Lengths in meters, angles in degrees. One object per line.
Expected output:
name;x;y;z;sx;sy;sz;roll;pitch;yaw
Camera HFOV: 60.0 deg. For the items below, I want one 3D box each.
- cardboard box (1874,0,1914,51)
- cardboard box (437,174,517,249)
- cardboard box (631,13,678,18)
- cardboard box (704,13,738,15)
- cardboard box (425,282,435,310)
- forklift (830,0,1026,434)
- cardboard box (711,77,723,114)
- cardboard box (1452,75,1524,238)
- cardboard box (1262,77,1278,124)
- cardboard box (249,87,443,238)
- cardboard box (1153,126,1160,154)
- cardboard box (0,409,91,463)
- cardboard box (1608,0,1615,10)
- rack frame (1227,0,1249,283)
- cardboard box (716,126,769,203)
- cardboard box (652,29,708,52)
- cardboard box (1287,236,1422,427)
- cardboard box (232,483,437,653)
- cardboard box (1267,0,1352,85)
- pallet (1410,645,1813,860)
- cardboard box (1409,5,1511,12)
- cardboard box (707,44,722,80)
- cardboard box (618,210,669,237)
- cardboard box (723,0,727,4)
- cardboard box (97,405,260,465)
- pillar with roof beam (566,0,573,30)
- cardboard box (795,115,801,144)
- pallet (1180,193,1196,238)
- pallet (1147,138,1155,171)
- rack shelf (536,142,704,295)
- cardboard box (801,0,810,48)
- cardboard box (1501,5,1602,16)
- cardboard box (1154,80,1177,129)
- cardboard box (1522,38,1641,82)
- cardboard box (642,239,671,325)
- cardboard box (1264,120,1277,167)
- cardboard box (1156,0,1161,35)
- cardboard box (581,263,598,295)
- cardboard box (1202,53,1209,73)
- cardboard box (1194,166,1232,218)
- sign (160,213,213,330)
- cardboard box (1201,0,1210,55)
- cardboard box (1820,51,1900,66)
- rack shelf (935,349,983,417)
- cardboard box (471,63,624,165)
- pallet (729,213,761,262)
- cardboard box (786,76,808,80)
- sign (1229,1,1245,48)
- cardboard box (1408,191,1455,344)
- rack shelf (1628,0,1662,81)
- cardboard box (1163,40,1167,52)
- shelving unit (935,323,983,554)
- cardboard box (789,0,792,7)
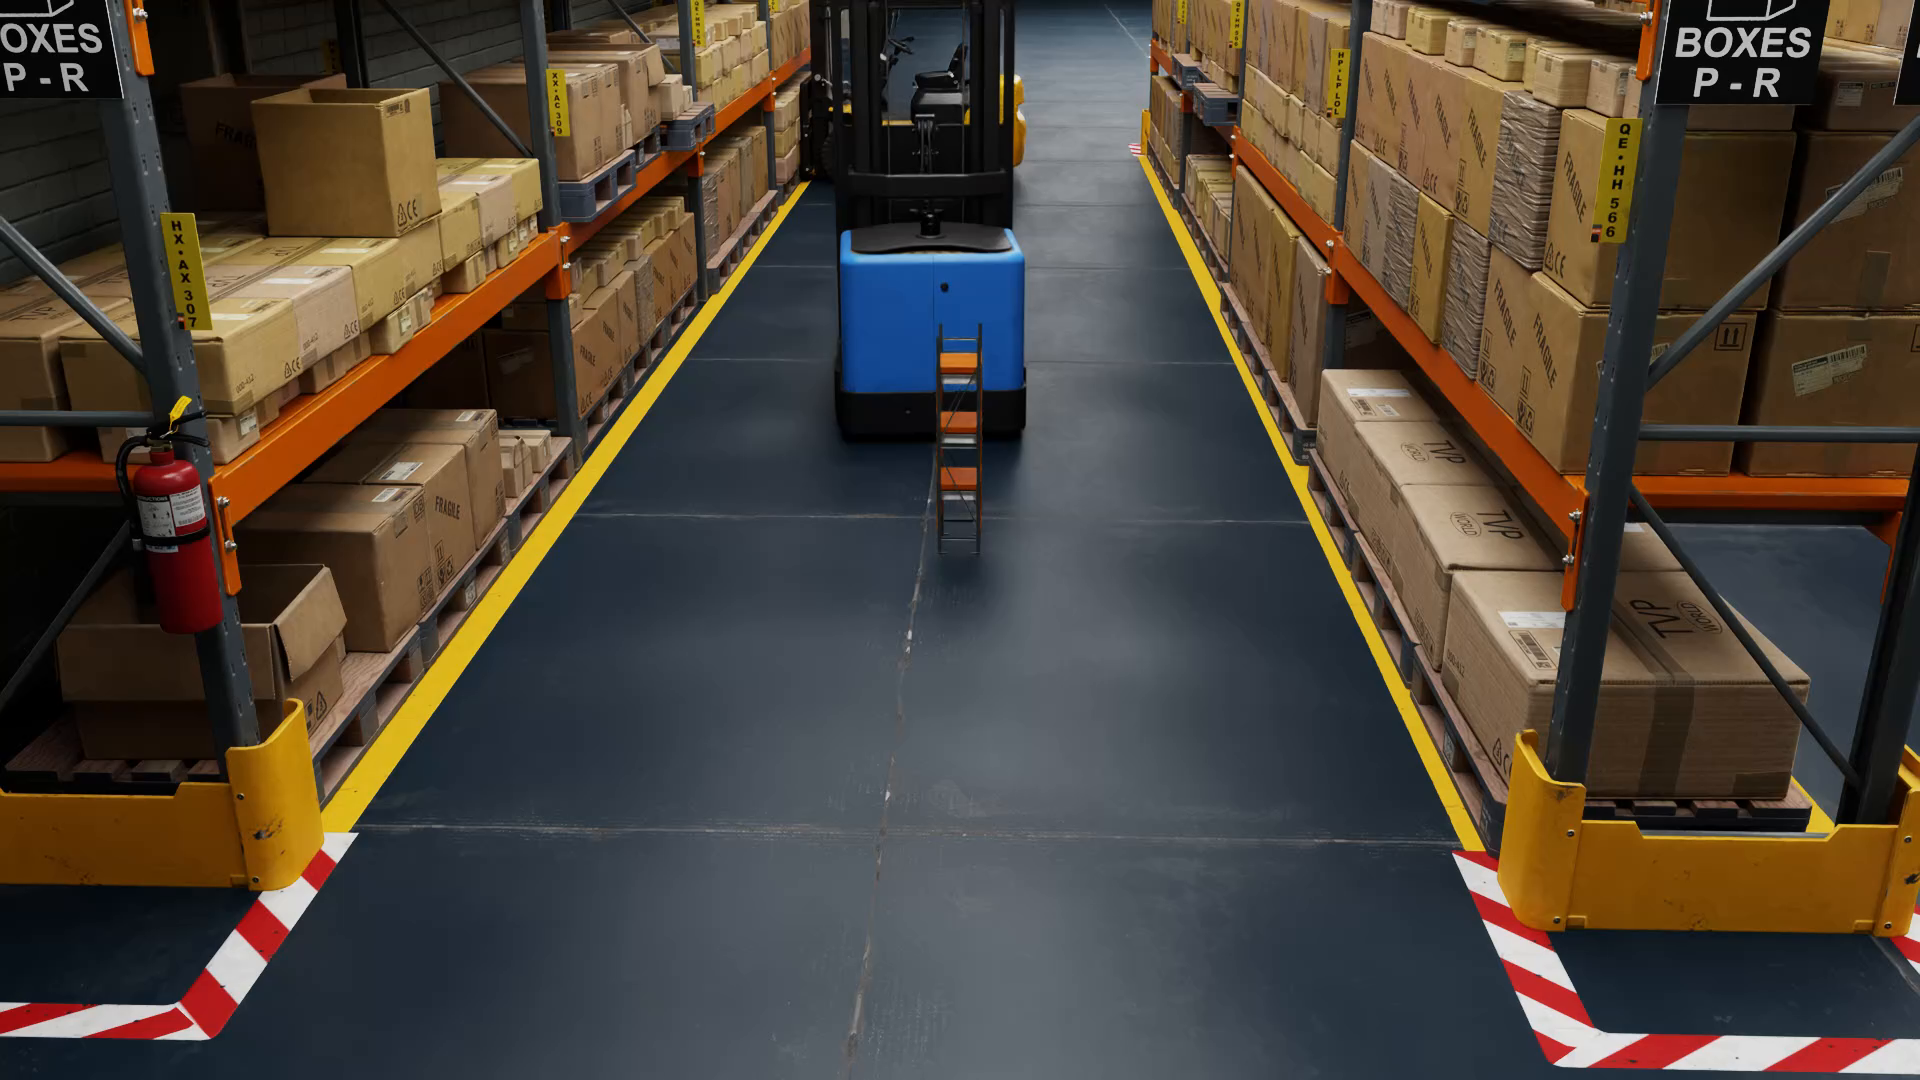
cardboard box;7.514;-4.020;12.723;0.700;0.500;0.500;0;21;1
cardboard box;-2.330;-1.488;7.513;0.500;0.250;0.500;1;21;2
cardboard box;-2.631;-4.444;14.300;0.380;0.149;0.250;0;21;1
cardboard box;-2.112;-4.440;14.292;0.380;0.149;0.250;1;21;2
cardboard box;-2.380;-0.994;6.792;0.380;0.149;0.250;1;21;1
forklift;-0.236;-2.452;10.296;1.130;2.935;3.031;-1;21;-3
cardboard box;-2.158;-3.503;13.118;0.500;0.250;0.500;0;21;0
cardboard box;2.063;-1.345;5.829;0.500;0.500;0.500;1;21;1
cardboard box;2.219;-2.796;10.604;0.500;0.250;0.500;1;21;1
cardboard box;-2.351;-1.463;6.412;0.500;0.500;0.500;1;21;3
cardboard box;2.445;-4.514;18.735;0.500;0.250;0.500;1;21;4
cardboard box;-2.938;-0.347;5.123;0.380;0.149;0.250;0;21;1
cardboard box;7.758;-5.791;18.600;0.875;0.550;0.550;1;21;2
rack frame;2.525;-3.180;12.078;1.000;3.000;0.127;1;21;2
cardboard box;-2.319;-3.580;15.810;0.875;0.625;0.625;2;21;4
cardboard box;-2.125;-3.791;12.618;0.380;0.149;0.250;1;21;3
cardboard box;2.342;-1.164;9.239;0.875;0.875;0.875;1;21;3
cardboard box;-2.501;0.100;6.500;0.700;0.500;0.500;1;21;4
cardboard box;2.229;-3.151;10.483;0.500;0.500;0.500;1;21;3
pallet;2.228;0.722;5.875;1.003;0.211;1.213;1;21;2
cardboard box;2.177;-2.252;7.269;0.380;0.149;0.250;0;21;1
cardboard box;-2.162;-3.735;13.026;0.500;0.250;0.500;1;21;3
cardboard box;-2.228;-2.191;11.508;0.380;0.149;0.250;0;21;0
cardboard box;-2.502;-5.517;17.067;0.380;0.149;0.250;1;21;3
cardboard box;-2.395;-0.340;5.105;0.380;0.149;0.250;0;21;1
pillar with roof beam;1.005;-6.464;12.249;9.100;9.000;0.400;1;21;2
cardboard box;-1.951;-4.362;17.654;0.500;0.250;0.500;0;21;1
pallet;2.625;-3.045;15.585;1.003;0.211;1.213;1;21;2
pallet;2.706;-4.452;19.211;1.003;0.211;1.213;1;21;2
rack shelf;-2.497;-2.175;10.482;1.077;0.370;4.000;1;21;2
cardboard box;-1.971;-5.804;18.703;0.500;0.500;0.500;1;21;3
cardboard box;2.578;-2.250;7.264;0.380;0.149;0.250;1;21;2
cardboard box;2.456;-4.850;18.566;0.500;0.500;0.500;0;21;0
cardboard box;2.128;-1.605;5.603;0.380;0.149;0.250;0;21;1
cardboard box;-2.273;-1.739;11.238;0.500;0.500;0.500;2;21;4
cardboard box;2.239;-2.561;10.689;0.500;0.250;0.500;1;21;3
cardboard box;2.464;-5.903;18.545;0.500;0.500;0.500;1;21;3
cardboard box;-2.359;-1.540;9.829;0.380;0.149;0.250;0;21;1
cardboard box;2.247;-4.038;14.056;0.380;0.149;0.250;1;21;4
cardboard box;2.615;-3.148;15.046;0.950;0.372;0.625;2;21;5
sign;-2.137;-0.739;4.589;0.100;0.325;0.005;1;21;2
cardboard box;2.298;-4.296;13.823;0.500;0.500;0.500;0;21;-1
cardboard box;2.629;-1.416;5.116;0.380;0.149;0.250;1;21;3
rack shelf;-0.002;-0.725;7.690;0.215;0.259;0.240;1;21;2
cardboard box;-2.304;-2.389;9.321;0.700;0.500;0.500;1;21;2
pallet;-2.332;-2.671;14.620;1.003;0.211;1.213;1;21;2
cardboard box;-1.905;-5.151;18.997;0.500;0.250;0.500;1;21;3
sign;1.983;-3.686;11.890;0.100;0.325;0.005;1;21;2
cardboard box;2.071;-1.066;6.491;0.500;0.500;0.500;1;21;3
rack shelf;2.343;-2.074;6.075;1.077;0.370;4.000;1;21;2
cardboard box;2.441;-5.463;18.310;0.380;0.149;0.250;1;21;3
shelving unit;-0.002;-0.470;7.789;0.215;1.050;0.252;1;21;2
cardboard box;-1.975;-5.700;17.538;0.380;0.149;0.250;0;21;1
